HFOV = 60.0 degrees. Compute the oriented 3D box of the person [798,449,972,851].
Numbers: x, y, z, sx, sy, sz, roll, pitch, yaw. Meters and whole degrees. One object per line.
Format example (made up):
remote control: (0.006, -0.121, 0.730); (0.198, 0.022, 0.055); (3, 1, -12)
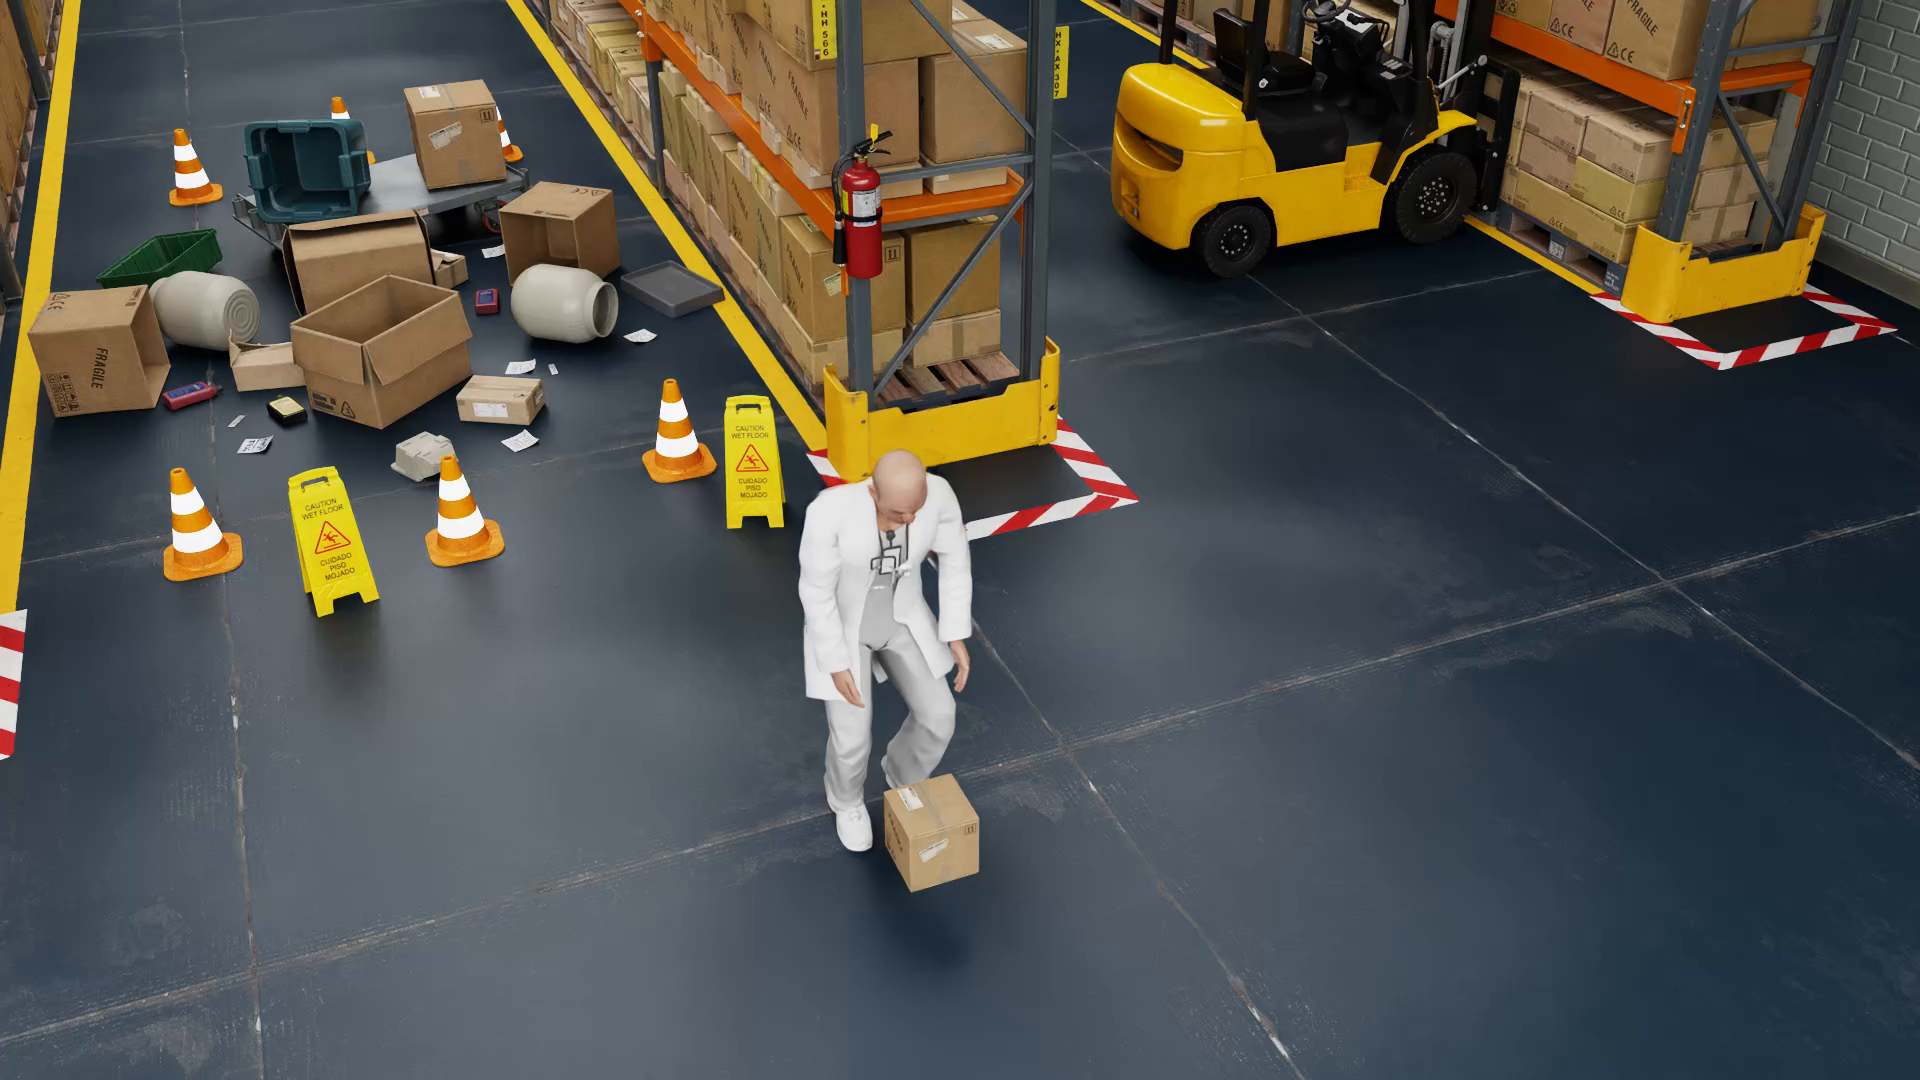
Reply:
person: (-0.260, 0.328, 5.790); (0.615, 1.634, 0.539); (-12, 35, -18)
